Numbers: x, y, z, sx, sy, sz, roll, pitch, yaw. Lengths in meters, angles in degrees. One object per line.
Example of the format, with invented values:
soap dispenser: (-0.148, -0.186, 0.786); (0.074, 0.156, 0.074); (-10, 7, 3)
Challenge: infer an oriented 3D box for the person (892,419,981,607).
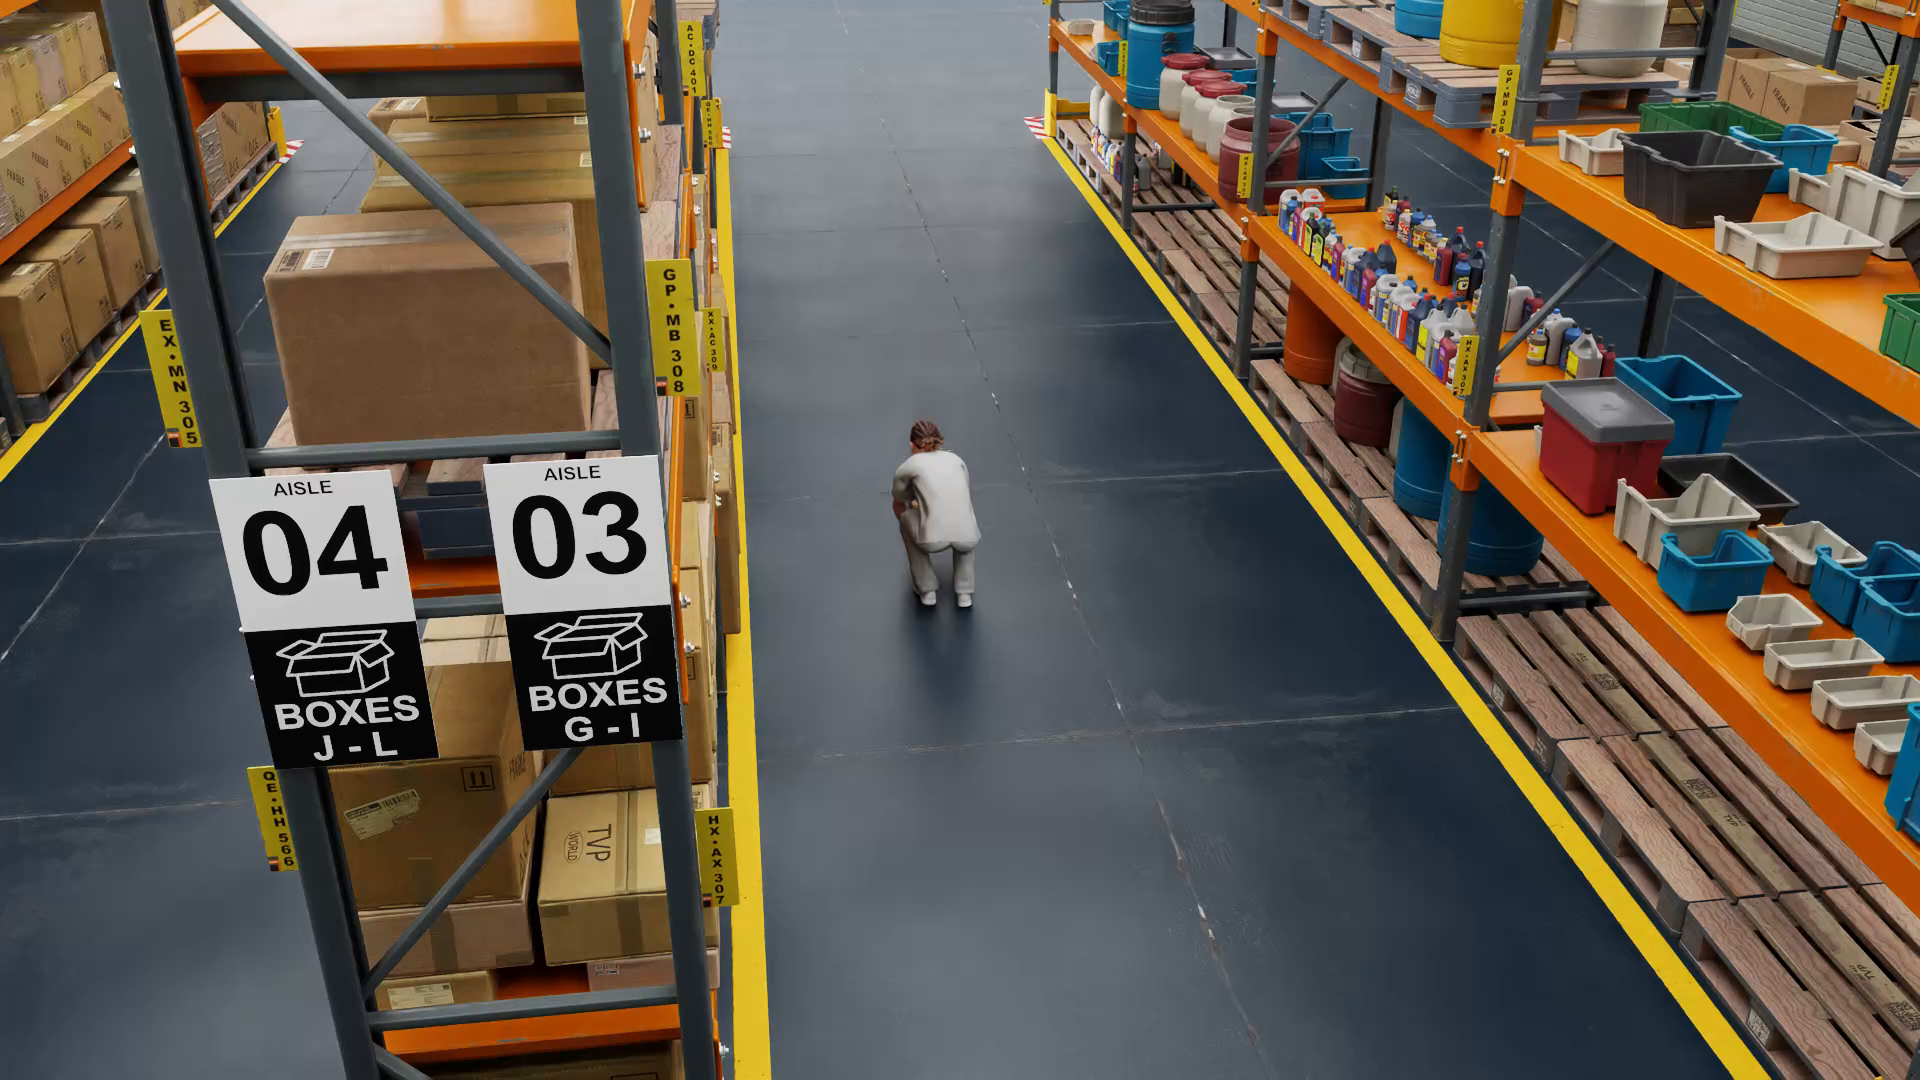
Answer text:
person: (-0.138, -0.139, 9.655); (0.488, 0.978, 0.785); (-4, 27, -7)
